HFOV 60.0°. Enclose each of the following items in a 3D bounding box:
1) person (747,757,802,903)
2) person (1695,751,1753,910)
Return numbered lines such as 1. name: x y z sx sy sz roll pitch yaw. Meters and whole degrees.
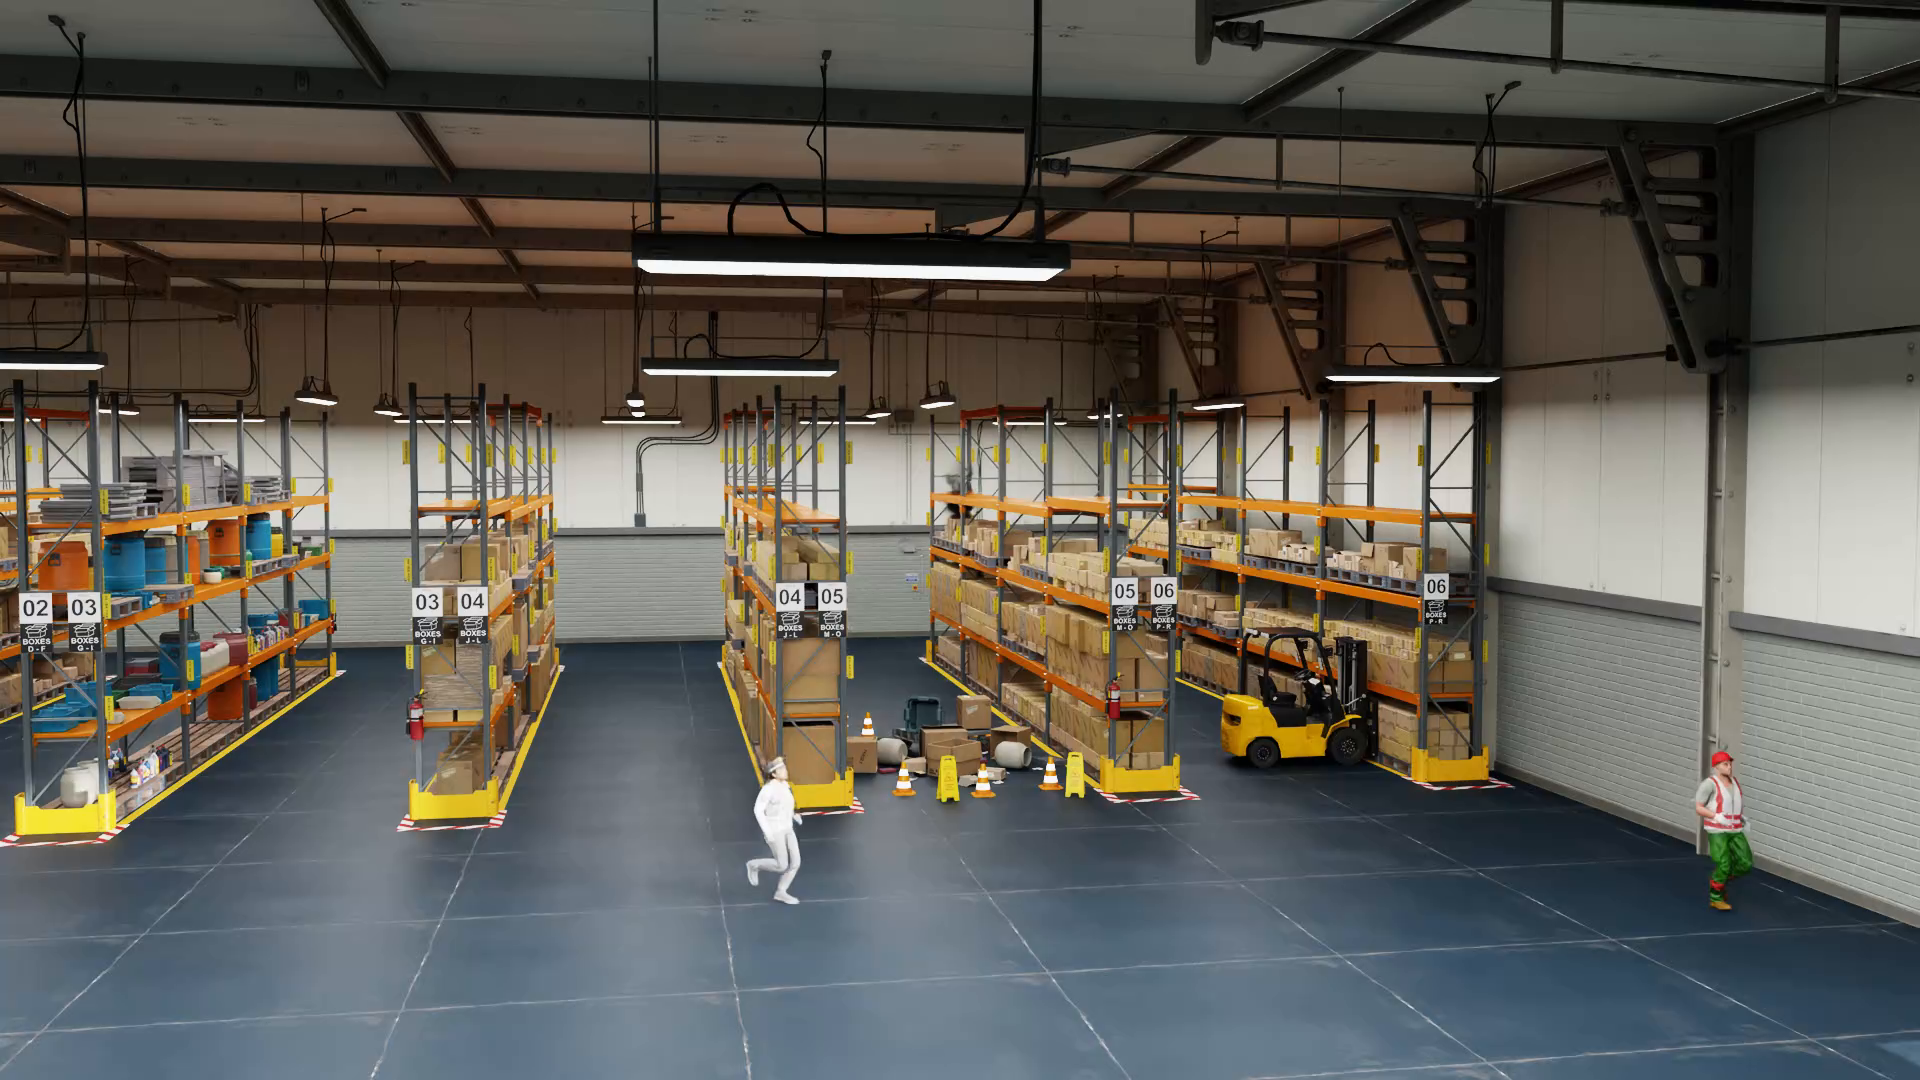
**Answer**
1. person: -2.072 3.238 18.661 0.588 1.637 0.622 2 3 28
2. person: 8.418 3.198 18.252 0.648 1.740 0.596 -1 3 -14
